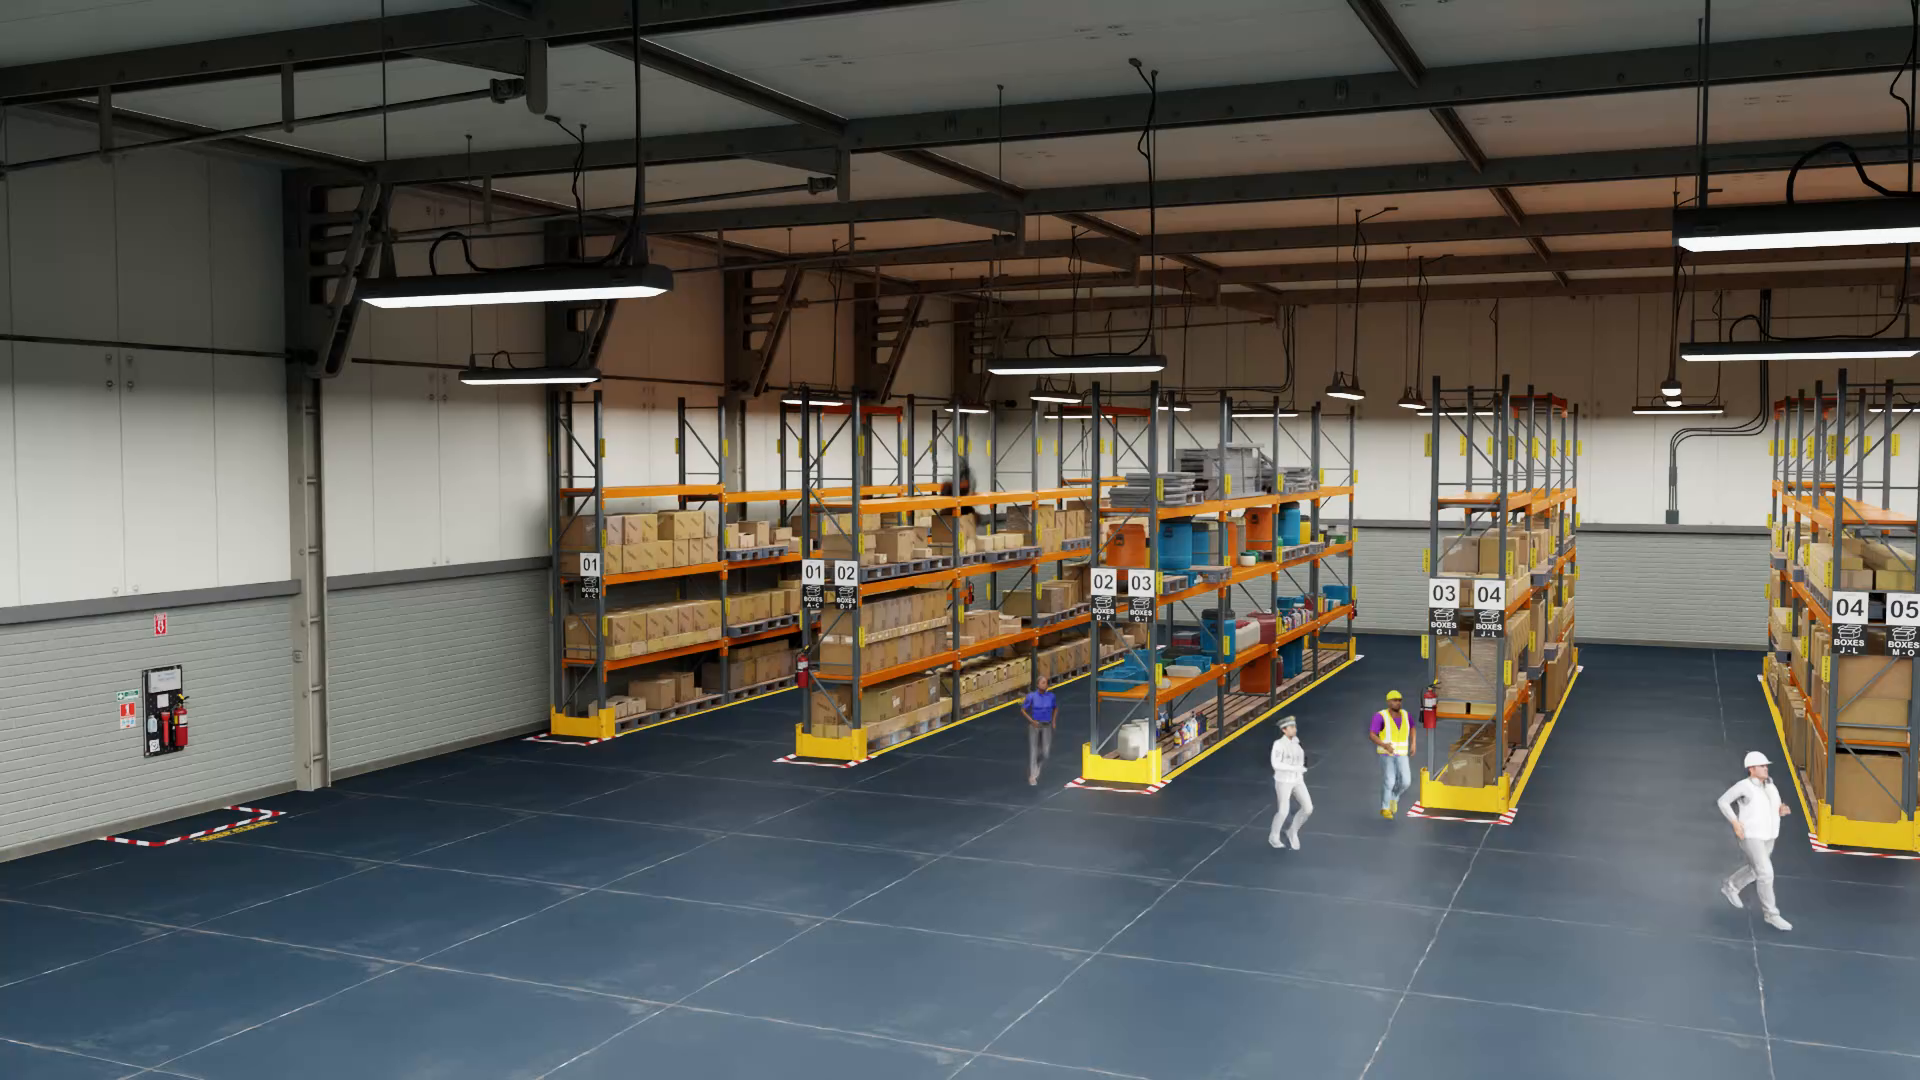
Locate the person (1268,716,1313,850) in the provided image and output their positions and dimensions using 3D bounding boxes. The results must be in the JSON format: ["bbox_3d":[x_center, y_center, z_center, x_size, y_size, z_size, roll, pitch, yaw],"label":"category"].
[{"bbox_3d":[4.098,3.013,20.611,0.649,1.698,0.651,-2,4,-34],"label":"person"}]

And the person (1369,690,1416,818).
[{"bbox_3d":[5.893,2.897,22.456,0.738,1.735,0.572,-1,3,-10],"label":"person"}]

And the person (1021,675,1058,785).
[{"bbox_3d":[1.212,2.845,24.851,0.620,1.617,0.557,-1,3,-12],"label":"person"}]

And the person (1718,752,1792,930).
[{"bbox_3d":[8.410,3.119,17.543,0.651,1.768,0.956,-2,4,-27],"label":"person"}]
